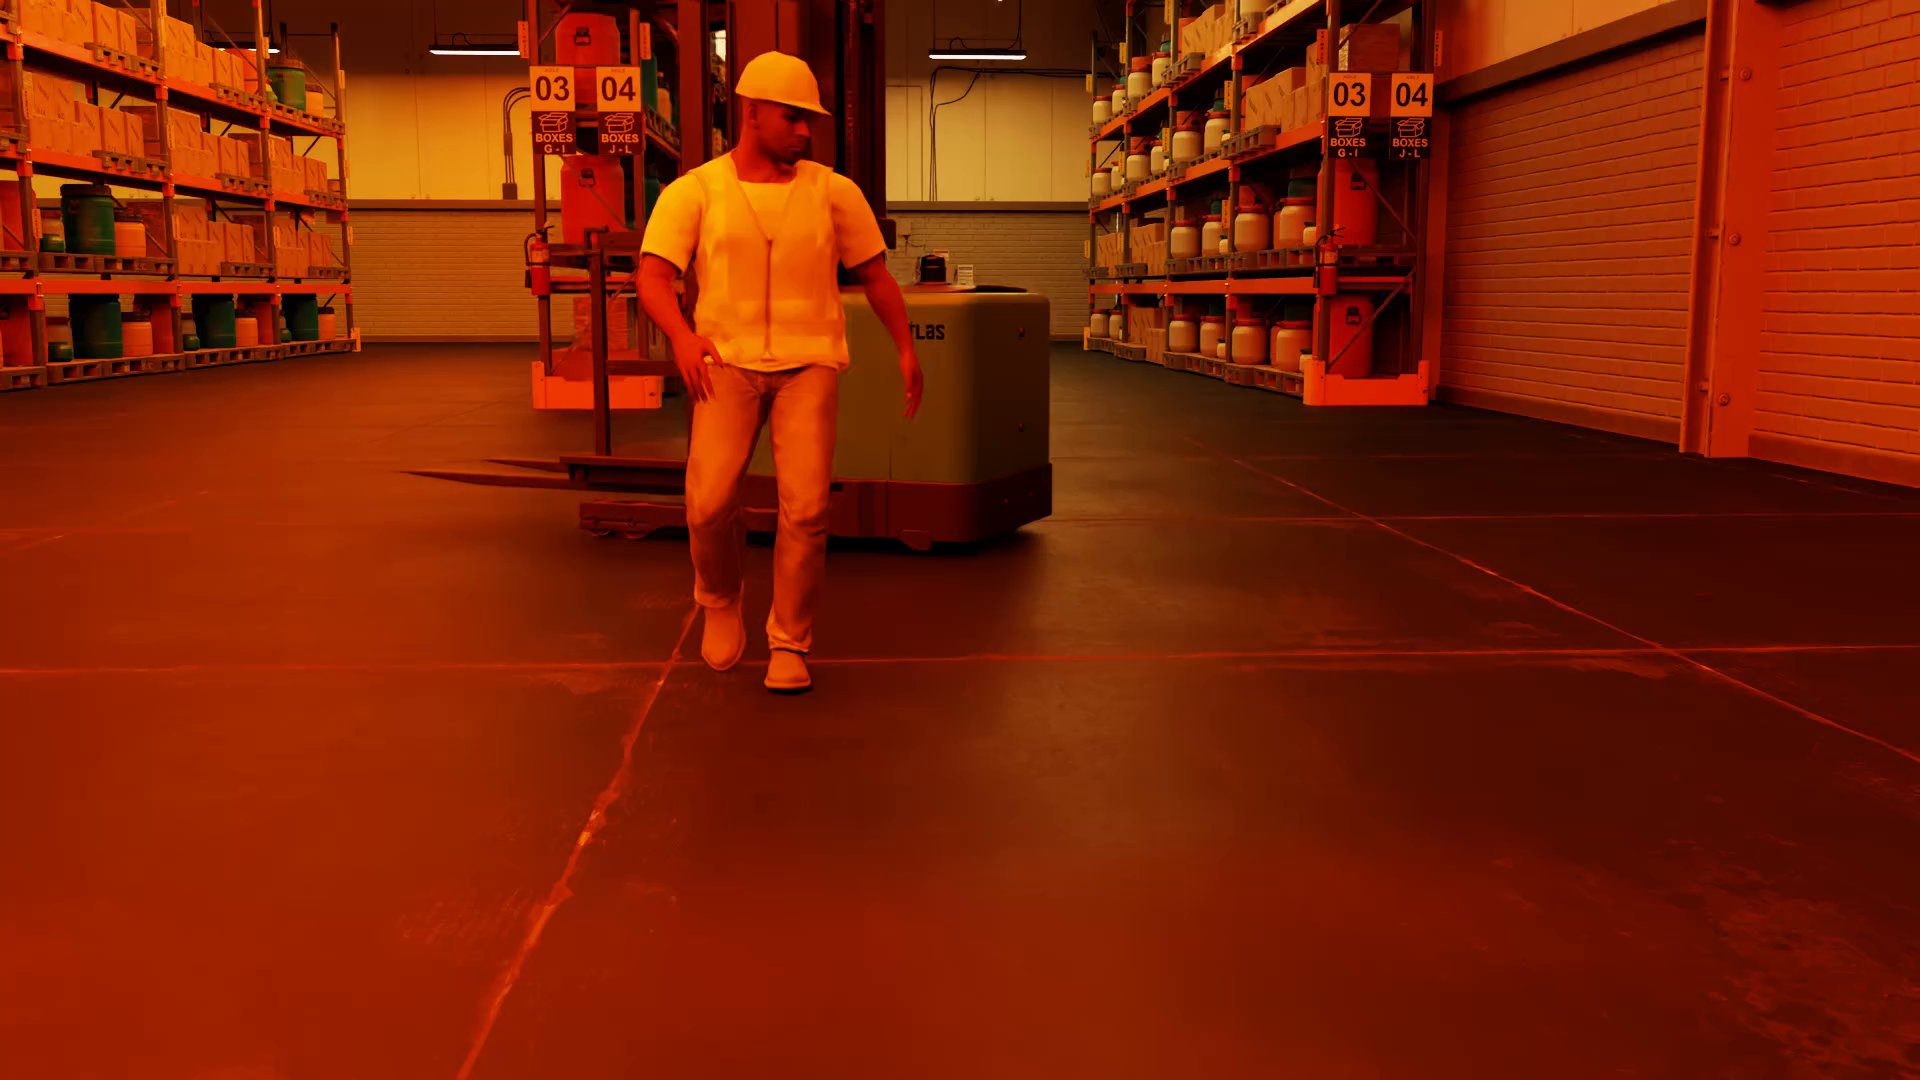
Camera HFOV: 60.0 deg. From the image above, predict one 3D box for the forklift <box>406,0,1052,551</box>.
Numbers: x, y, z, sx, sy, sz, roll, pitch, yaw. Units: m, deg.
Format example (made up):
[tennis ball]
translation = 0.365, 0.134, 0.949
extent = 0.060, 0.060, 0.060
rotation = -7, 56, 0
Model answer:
[forklift]
translation = -1.148, -1.519, 7.564
extent = 3.031, 2.935, 1.130
rotation = 3, 9, 22

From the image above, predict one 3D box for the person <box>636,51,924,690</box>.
[person]
translation = -0.487, -0.468, 4.596
extent = 0.788, 1.724, 0.527
rotation = -1, 8, -4
